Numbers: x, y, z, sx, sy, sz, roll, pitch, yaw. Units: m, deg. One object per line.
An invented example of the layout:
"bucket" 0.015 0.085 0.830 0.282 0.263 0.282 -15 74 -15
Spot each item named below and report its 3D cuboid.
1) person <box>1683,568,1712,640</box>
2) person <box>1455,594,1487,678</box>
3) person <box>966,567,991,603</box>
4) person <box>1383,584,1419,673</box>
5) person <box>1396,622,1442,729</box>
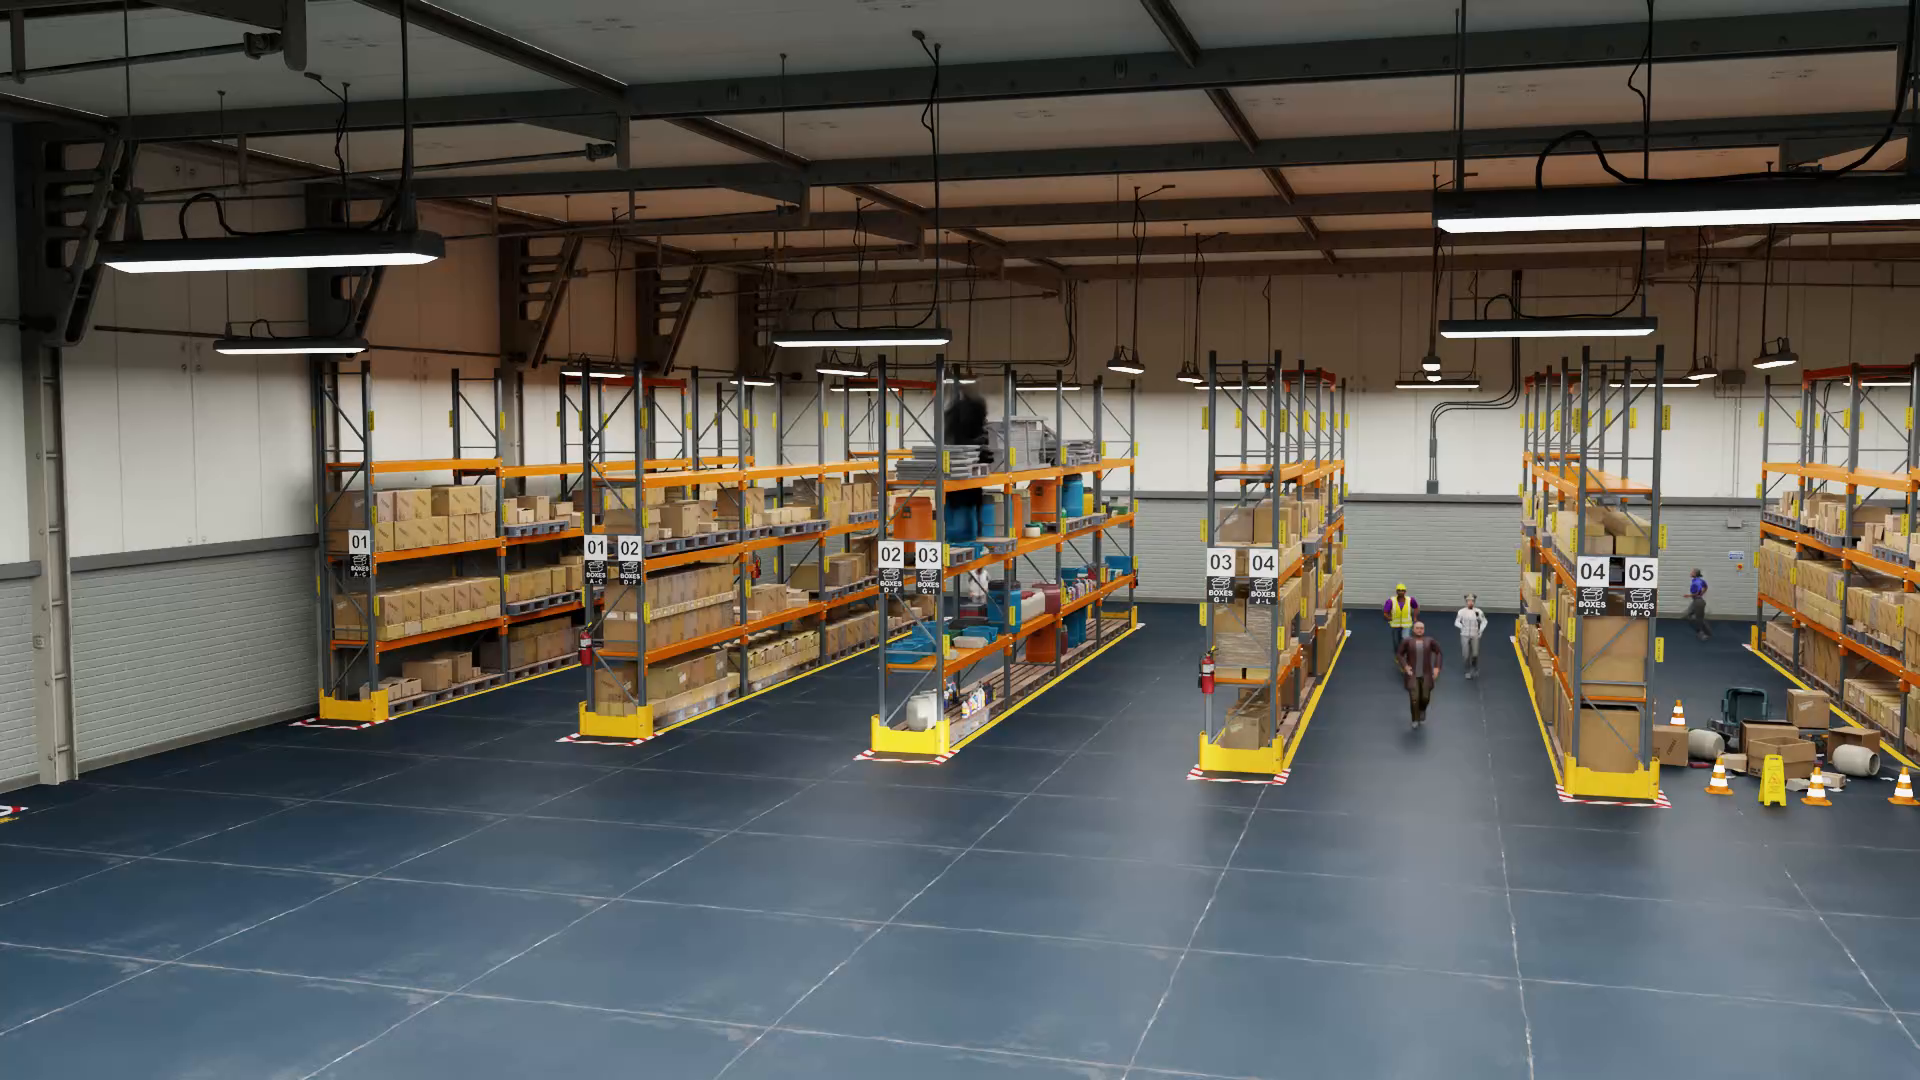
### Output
"person" 16.868 1.472 38.006 0.646 1.651 0.589 2 4 20
"person" 9.884 1.864 32.181 0.602 1.655 0.554 1 4 17
"person" 0.459 1.293 40.111 0.651 1.701 0.626 0 4 2
"person" 8.844 1.742 33.367 0.687 1.759 0.957 1 4 14
"person" 7.504 2.199 27.193 0.746 1.737 0.658 1 4 9
